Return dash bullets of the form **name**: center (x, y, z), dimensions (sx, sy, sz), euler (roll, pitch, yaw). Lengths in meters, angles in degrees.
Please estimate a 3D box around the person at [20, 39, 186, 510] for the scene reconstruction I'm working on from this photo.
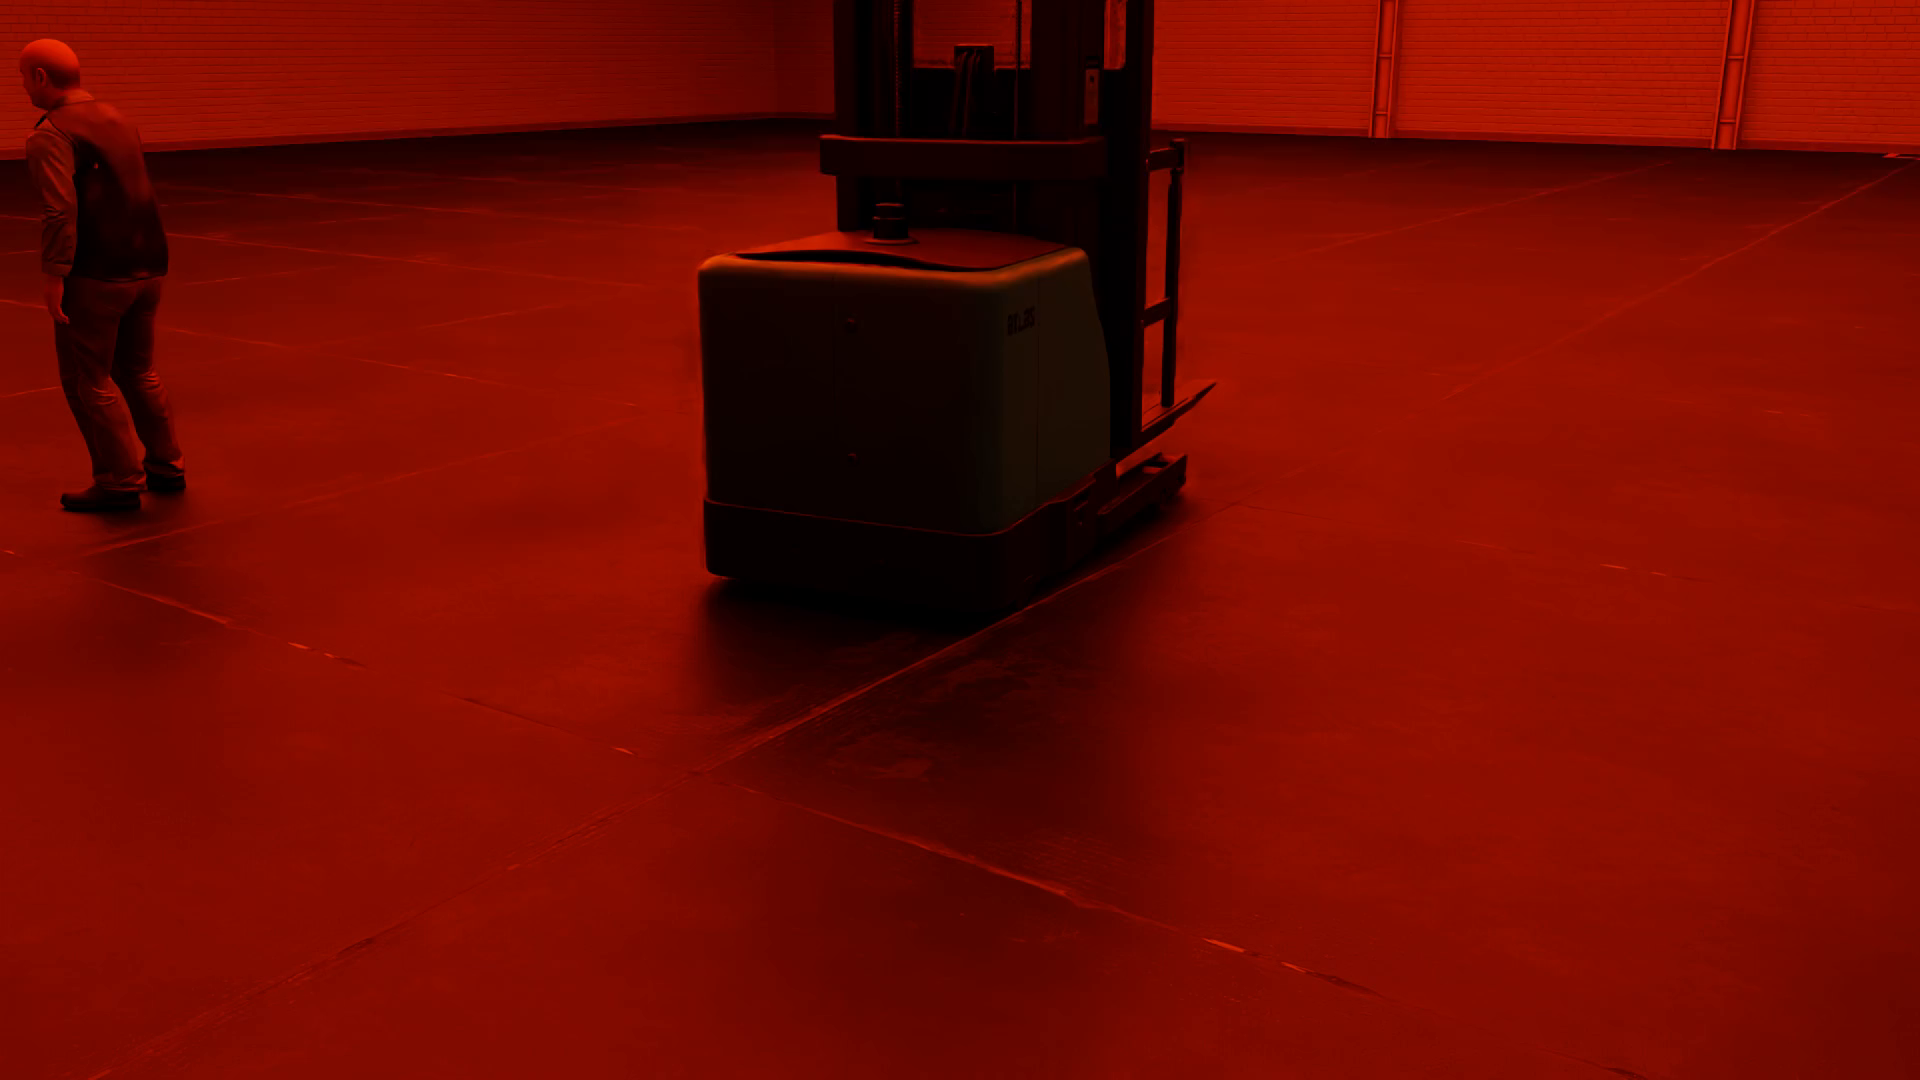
- **person**: center (-3.207, -0.982, 6.236), dimensions (0.424, 1.719, 0.579), euler (3, 17, 9)

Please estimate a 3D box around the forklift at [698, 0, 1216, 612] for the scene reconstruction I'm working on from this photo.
- **forklift**: center (0.242, -1.566, 6.069), dimensions (1.130, 2.935, 3.031), euler (7, 18, 23)
